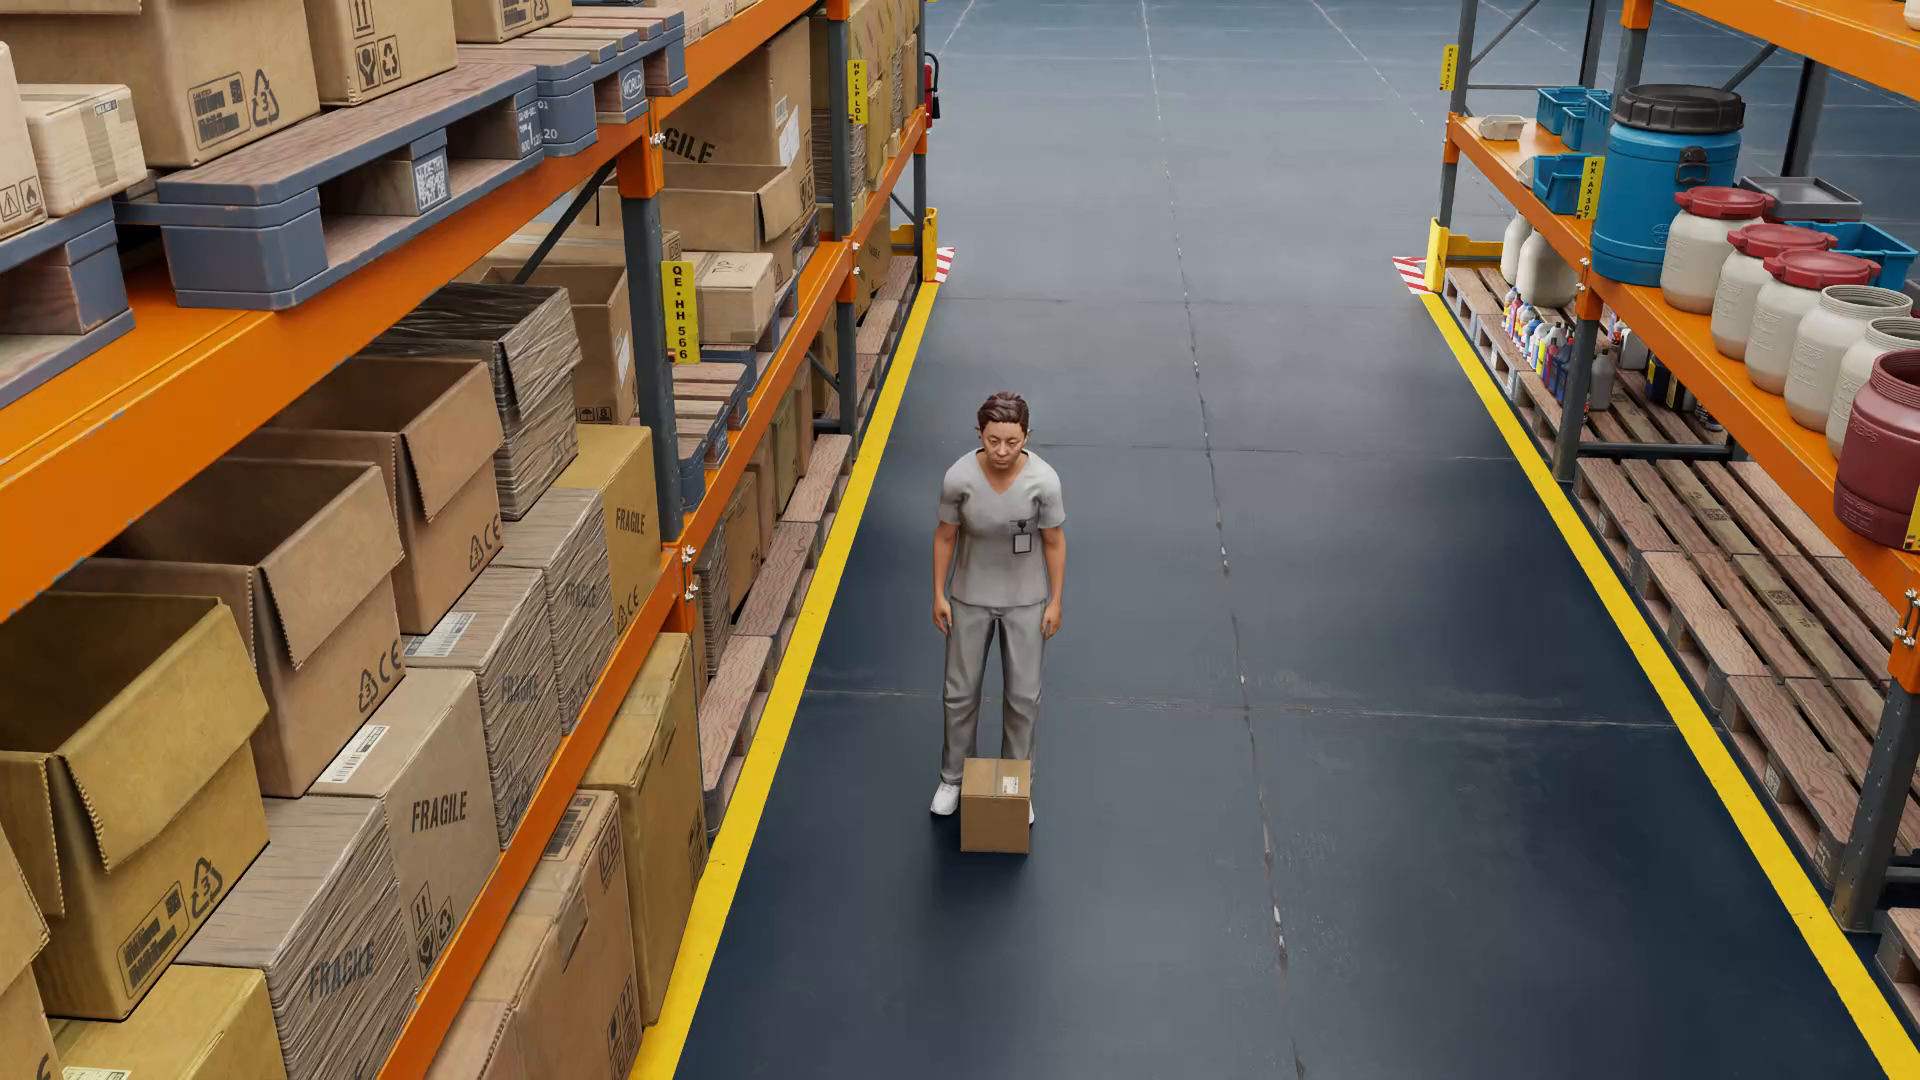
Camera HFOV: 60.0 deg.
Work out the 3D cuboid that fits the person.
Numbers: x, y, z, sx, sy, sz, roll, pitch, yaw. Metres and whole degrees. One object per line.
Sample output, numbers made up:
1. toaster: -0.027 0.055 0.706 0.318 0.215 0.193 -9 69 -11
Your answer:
1. person: 0.138 0.247 6.075 0.485 1.667 0.408 2 25 4
